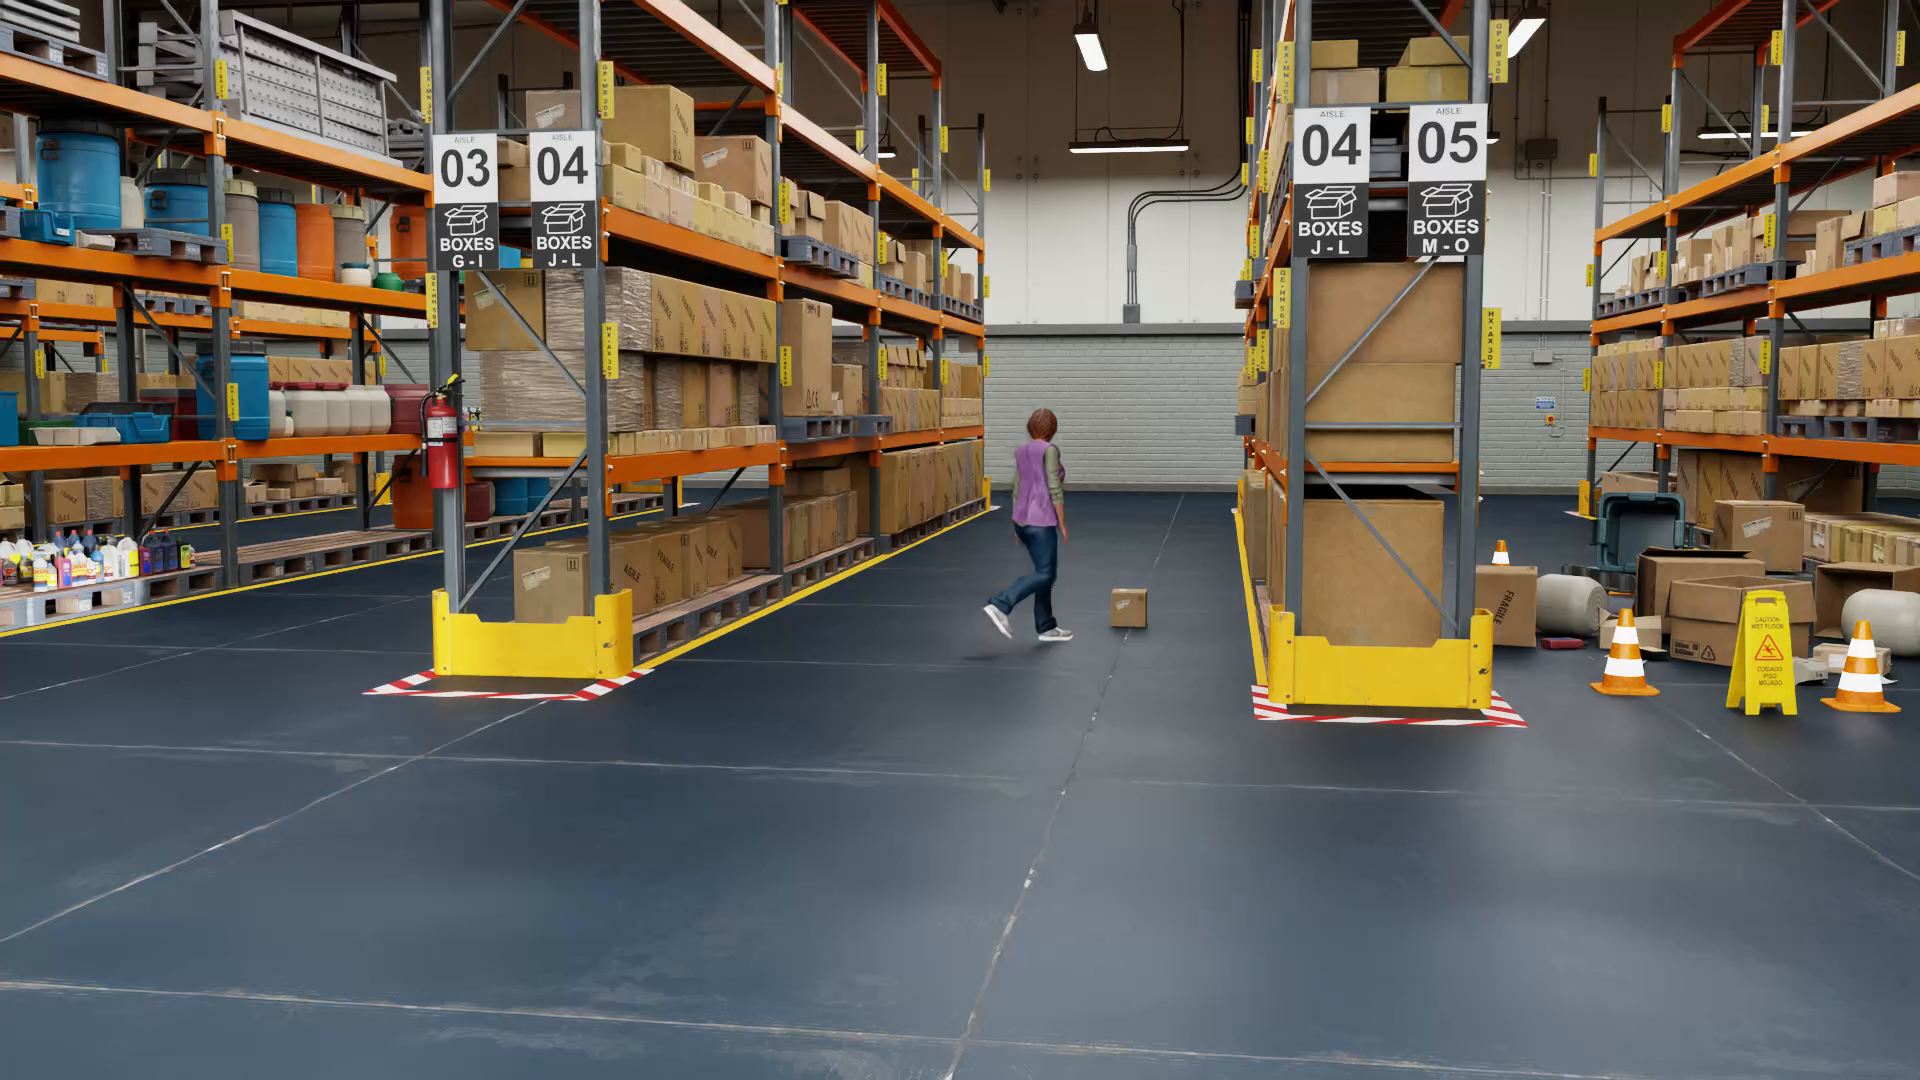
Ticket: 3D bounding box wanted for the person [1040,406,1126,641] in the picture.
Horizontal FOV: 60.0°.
[{"bbox_3d":[0.821,-0.099,11.389,0.612,1.629,0.474,-3,5,-31],"label":"person"}]
